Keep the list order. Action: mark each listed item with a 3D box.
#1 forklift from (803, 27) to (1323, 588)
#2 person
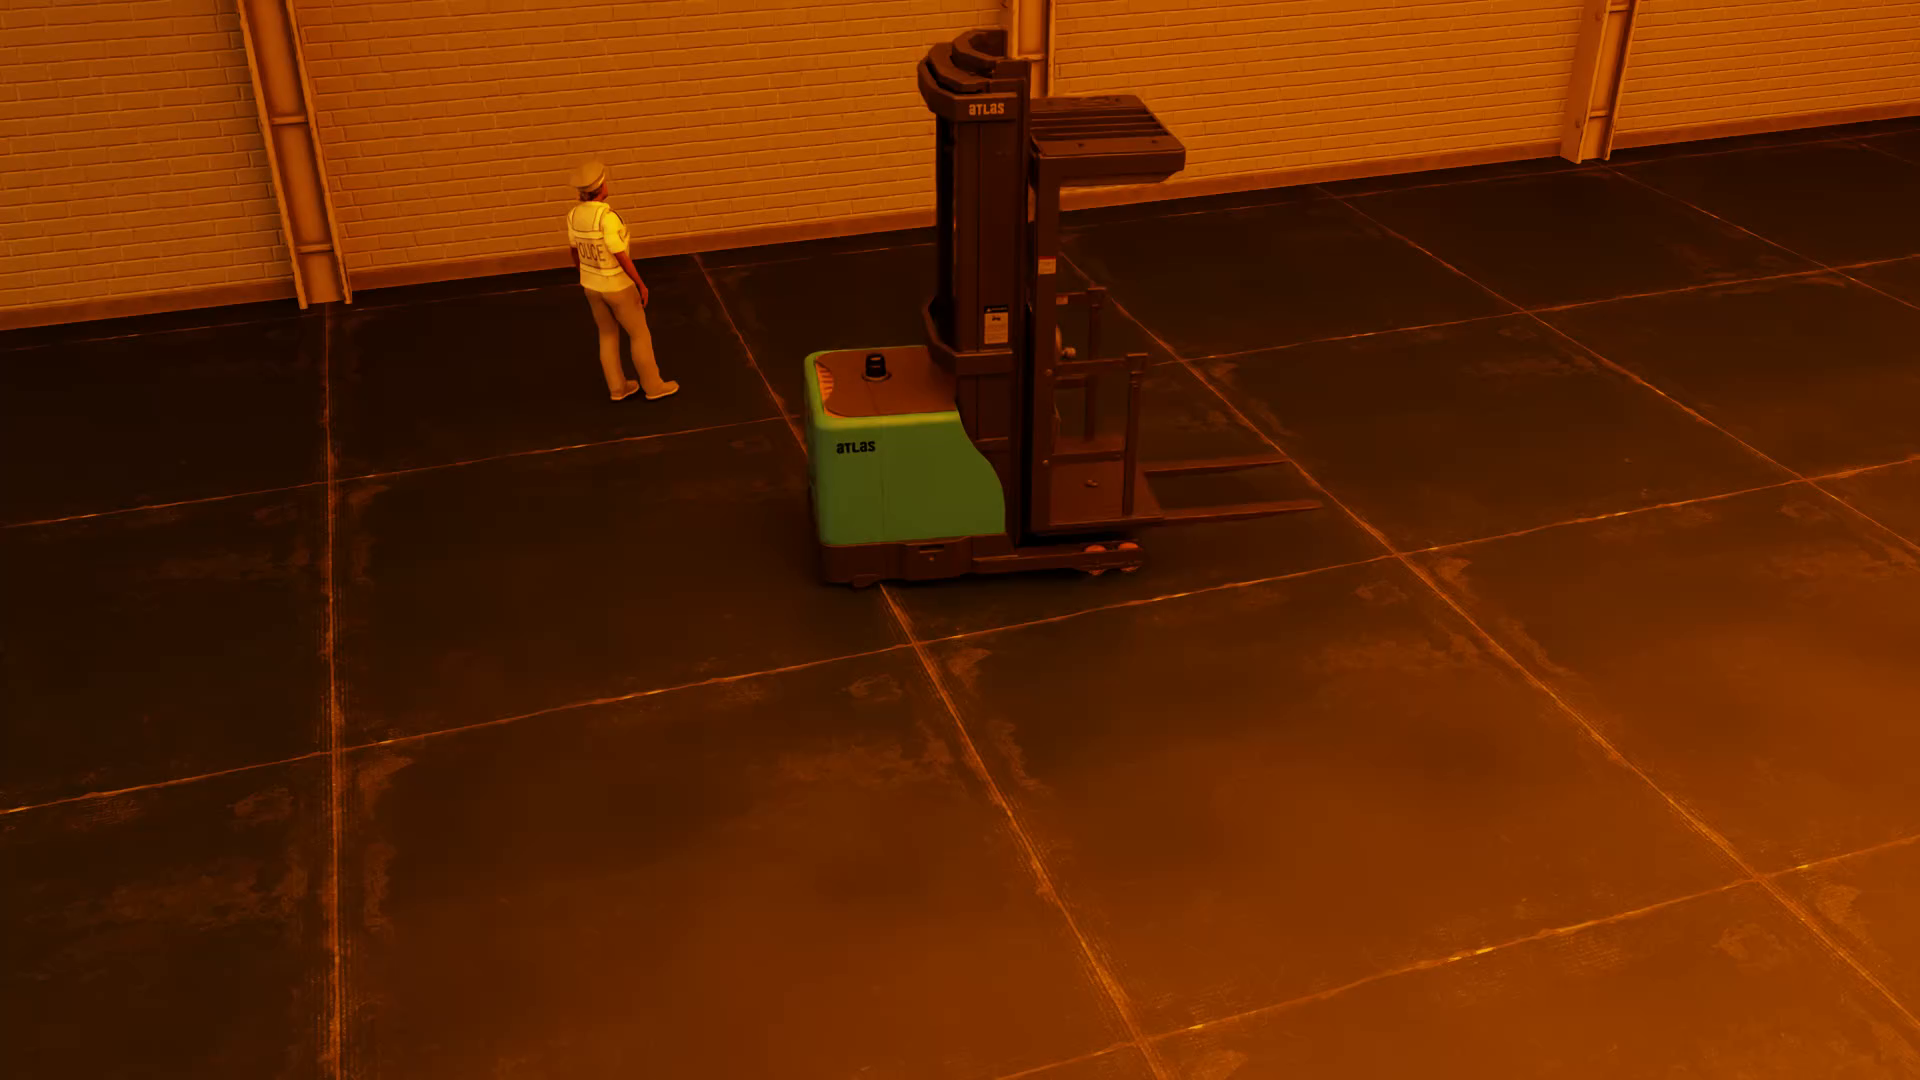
[{"bbox_3d":[0.624,-1.329,9.396,3.031,2.935,1.130,-4,30,-8],"label":"forklift"},{"bbox_3d":[-2.346,-1.769,11.397,0.564,1.697,0.525,16,34,26],"label":"person"}]
